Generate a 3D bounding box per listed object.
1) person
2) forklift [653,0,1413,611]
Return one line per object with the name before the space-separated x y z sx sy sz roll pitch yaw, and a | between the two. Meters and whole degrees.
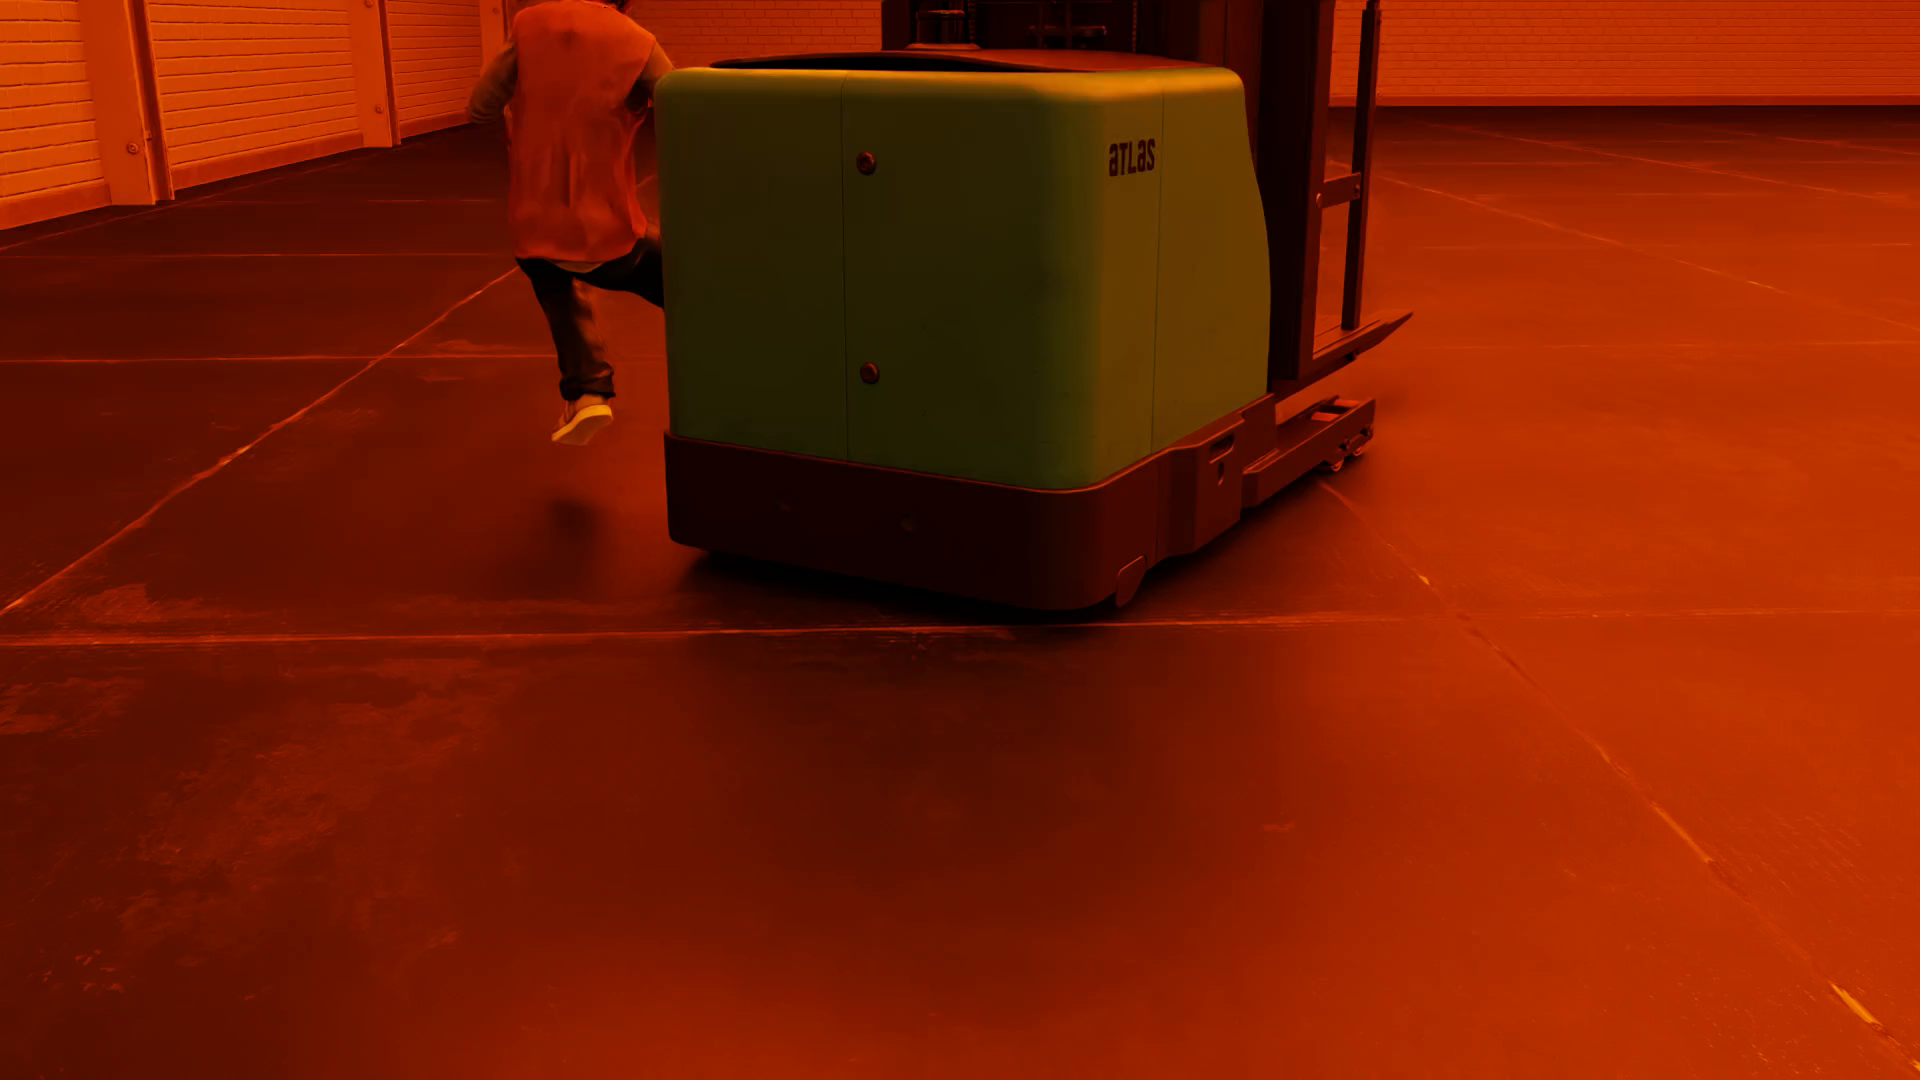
person | -0.860 -0.841 4.291 0.762 1.413 0.681 5 18 15
forklift | 0.518 -1.644 4.282 1.130 2.935 3.031 9 19 28
